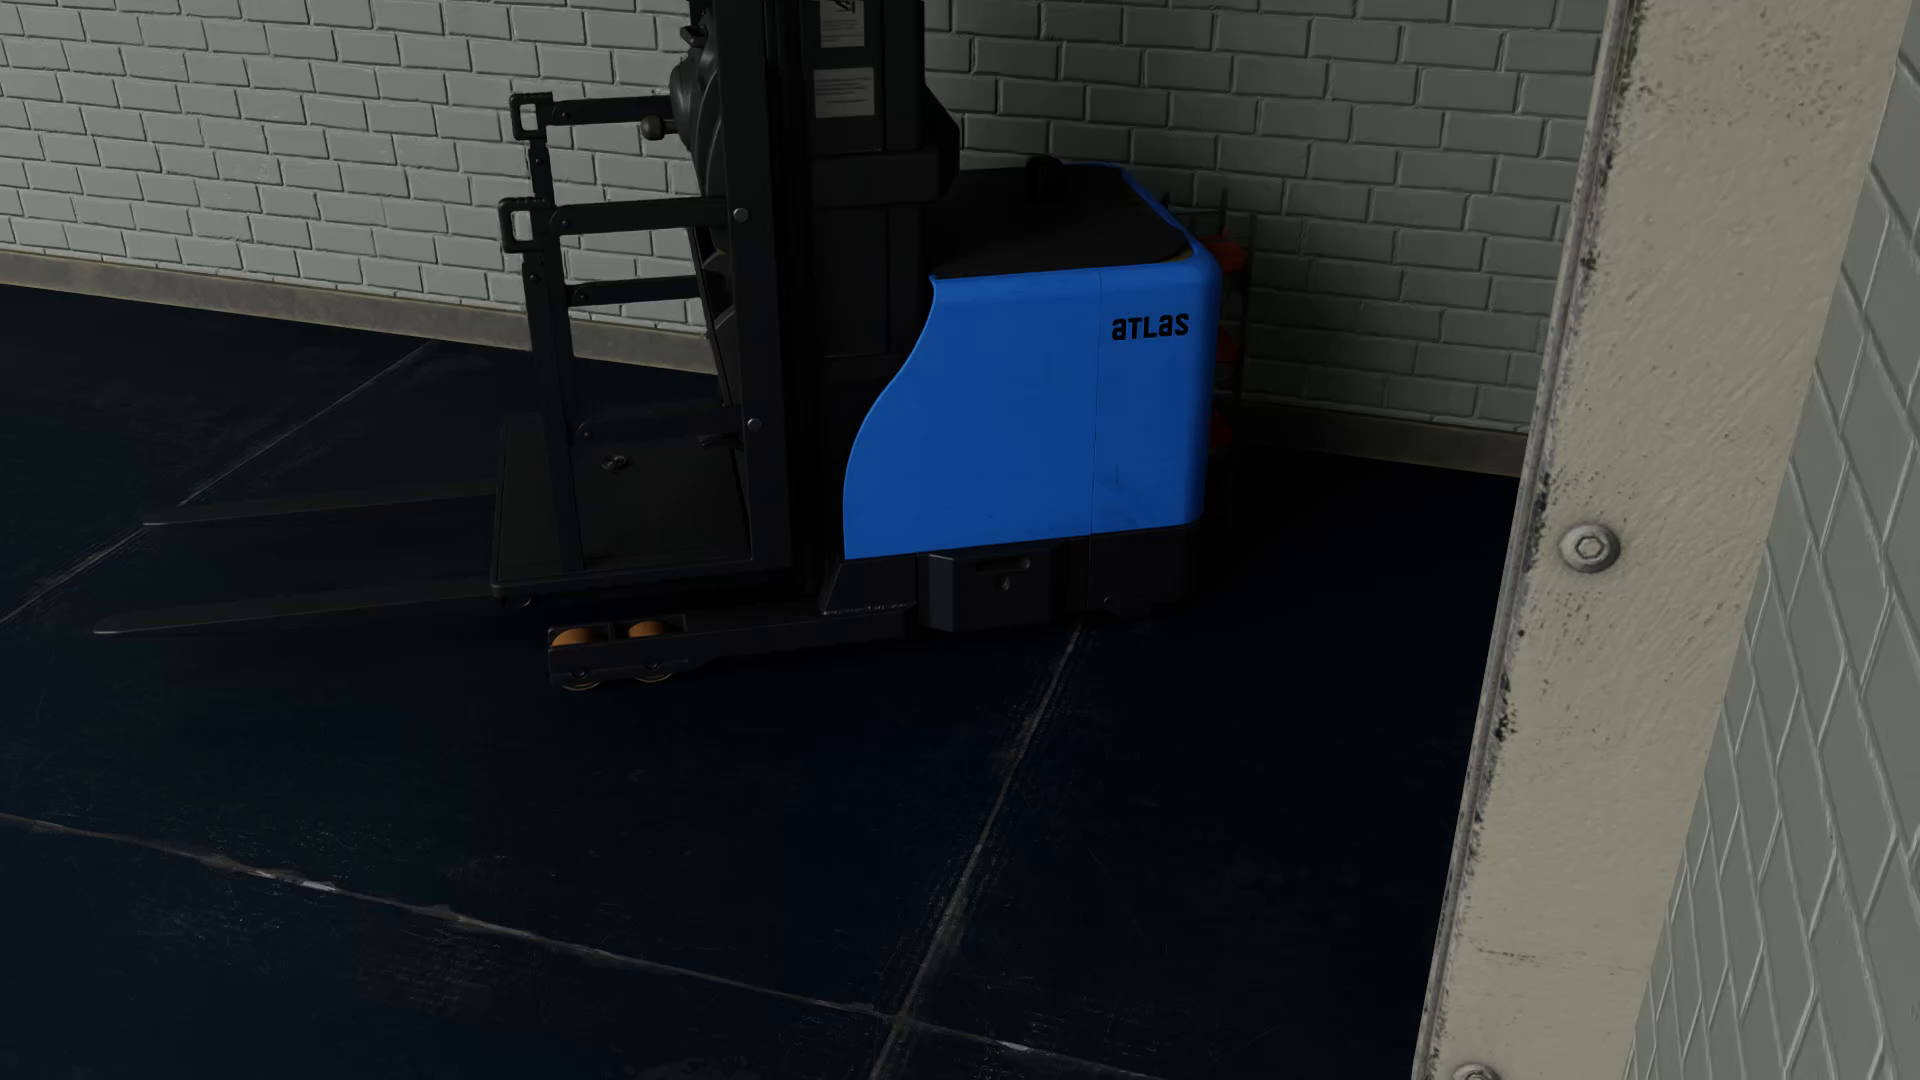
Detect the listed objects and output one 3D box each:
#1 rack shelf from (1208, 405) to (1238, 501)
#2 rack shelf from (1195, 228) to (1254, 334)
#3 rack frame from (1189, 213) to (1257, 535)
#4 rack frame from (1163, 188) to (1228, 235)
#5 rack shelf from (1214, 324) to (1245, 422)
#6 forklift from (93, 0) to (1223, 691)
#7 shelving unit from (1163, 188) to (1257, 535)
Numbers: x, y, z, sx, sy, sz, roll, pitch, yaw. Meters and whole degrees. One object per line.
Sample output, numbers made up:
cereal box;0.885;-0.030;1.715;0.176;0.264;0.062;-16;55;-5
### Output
rack shelf;0.729;-0.275;5.258;0.215;0.259;0.240;-6;30;-10
rack shelf;0.729;-0.766;4.985;0.215;0.259;0.240;-6;30;-10
rack frame;0.754;-0.469;5.014;0.200;1.050;0.008;-6;30;-10
rack frame;0.704;-0.586;5.223;0.200;1.050;0.008;-6;30;-10
rack shelf;0.729;-0.518;5.123;0.215;0.259;0.240;-6;30;-10
forklift;-0.860;-1.153;4.307;3.031;2.935;1.130;-6;30;-10
shelving unit;0.729;-0.527;5.118;0.215;1.050;0.252;-6;30;-10
